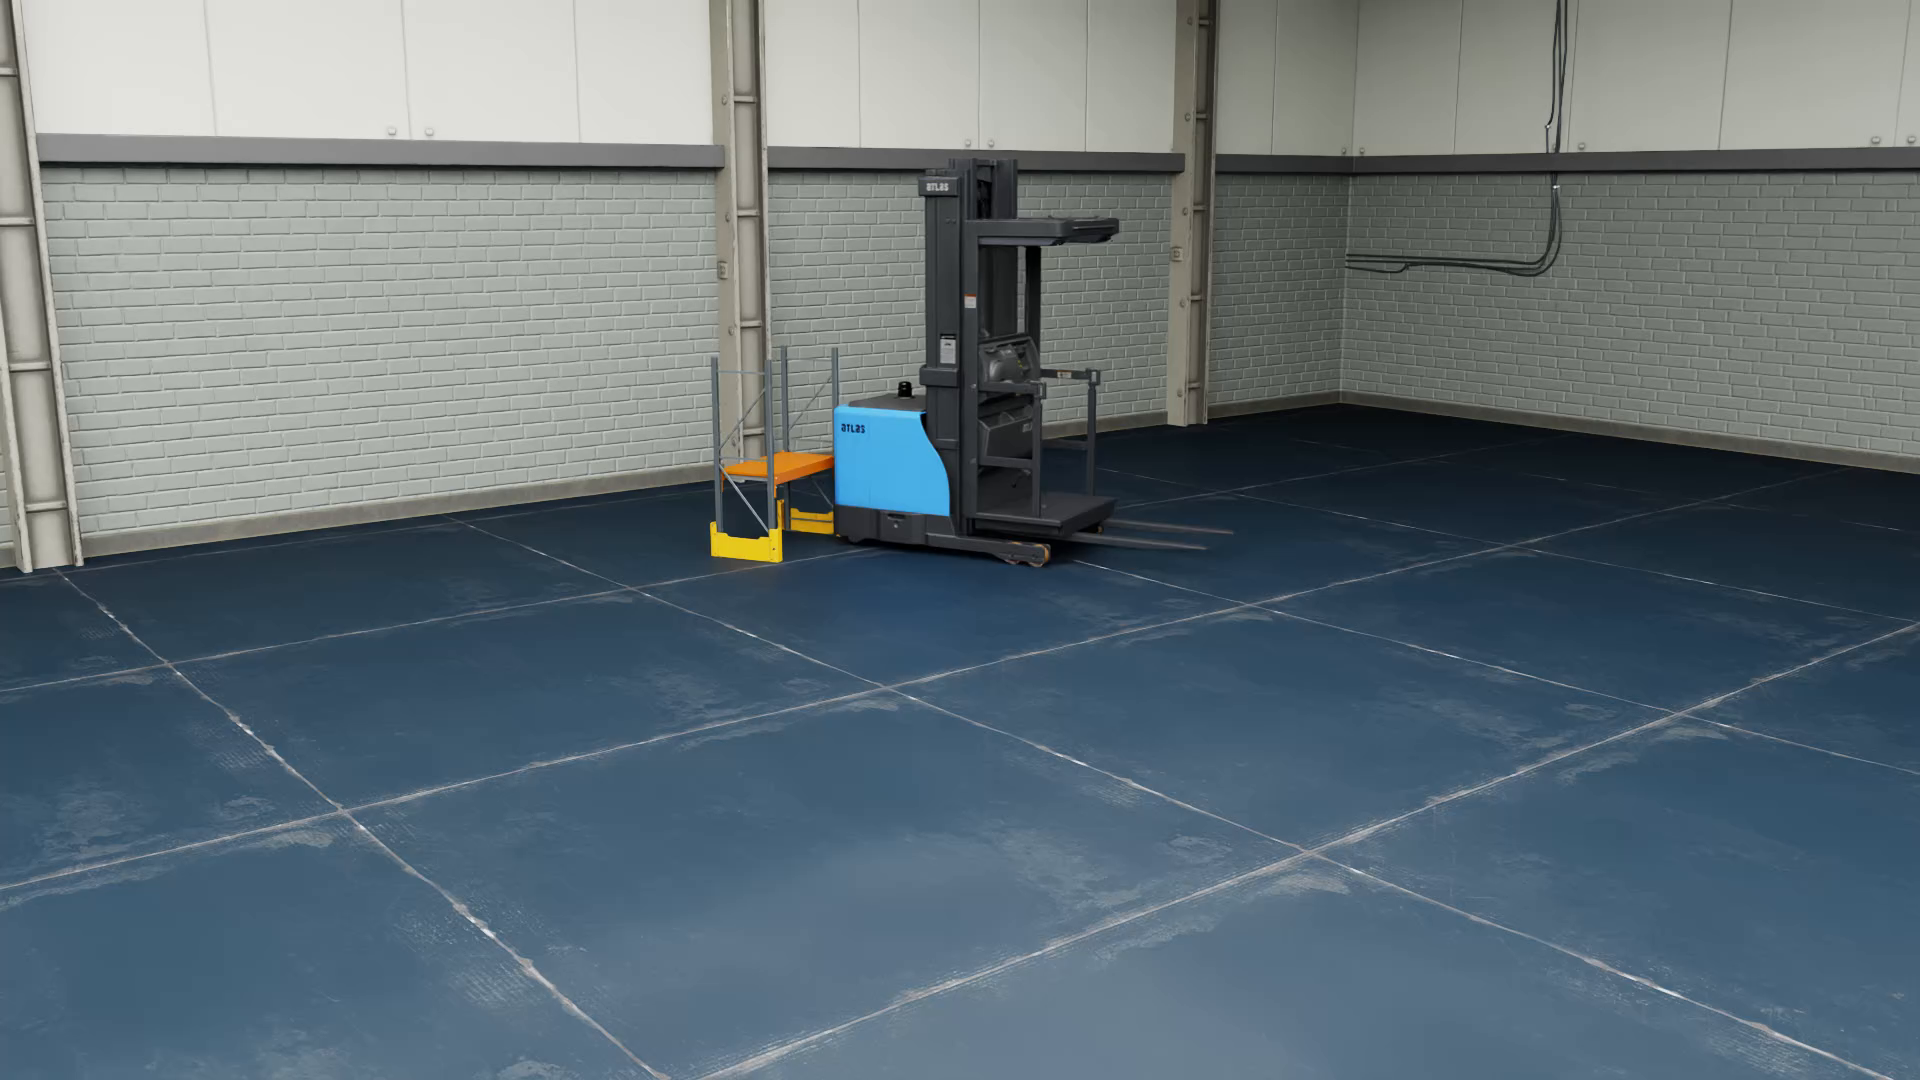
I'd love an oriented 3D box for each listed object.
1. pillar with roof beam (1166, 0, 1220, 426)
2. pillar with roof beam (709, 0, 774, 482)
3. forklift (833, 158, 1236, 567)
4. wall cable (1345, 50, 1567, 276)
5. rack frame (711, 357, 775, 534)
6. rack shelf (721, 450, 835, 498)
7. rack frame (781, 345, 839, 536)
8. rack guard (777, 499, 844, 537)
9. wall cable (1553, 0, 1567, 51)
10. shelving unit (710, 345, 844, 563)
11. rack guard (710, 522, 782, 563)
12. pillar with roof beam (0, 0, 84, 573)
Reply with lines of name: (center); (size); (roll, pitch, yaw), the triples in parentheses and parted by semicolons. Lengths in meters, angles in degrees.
pillar with roof beam: (5.356, -5.074, 15.361); (0.400, 9.000, 9.100); (-9, 15, -38)
pillar with roof beam: (0.671, -4.296, 11.694); (0.400, 9.000, 9.100); (-9, 15, -38)
forklift: (0.556, -1.359, 12.474); (3.031, 2.935, 1.130); (6, 14, 27)
wall cable: (5.793, -4.421, 19.762); (0.112, 2.526, 3.097); (-9, 15, -38)
rack frame: (-1.604, -0.597, 12.331); (0.500, 1.500, 0.032); (5, 13, 24)
rack shelf: (-1.396, -0.518, 12.822); (0.538, 0.185, 1.000); (5, 13, 24)
rack frame: (-1.188, -0.790, 13.238); (0.500, 1.500, 0.032); (5, 13, 24)
rack guard: (-1.196, -0.175, 13.351); (0.587, 0.250, 0.087); (5, 13, 24)
wall cable: (7.483, -6.453, 17.171); (0.112, 2.526, 3.097); (-9, 15, -38)
shelving unit: (-1.400, -0.692, 12.777); (0.587, 1.500, 1.083); (5, 13, 24)
rack guard: (-1.604, 0.014, 12.462); (0.587, 0.250, 0.087); (5, 13, 24)
pillar with roof beam: (-4.014, -3.517, 8.028); (0.400, 9.000, 9.100); (-9, 15, -38)
